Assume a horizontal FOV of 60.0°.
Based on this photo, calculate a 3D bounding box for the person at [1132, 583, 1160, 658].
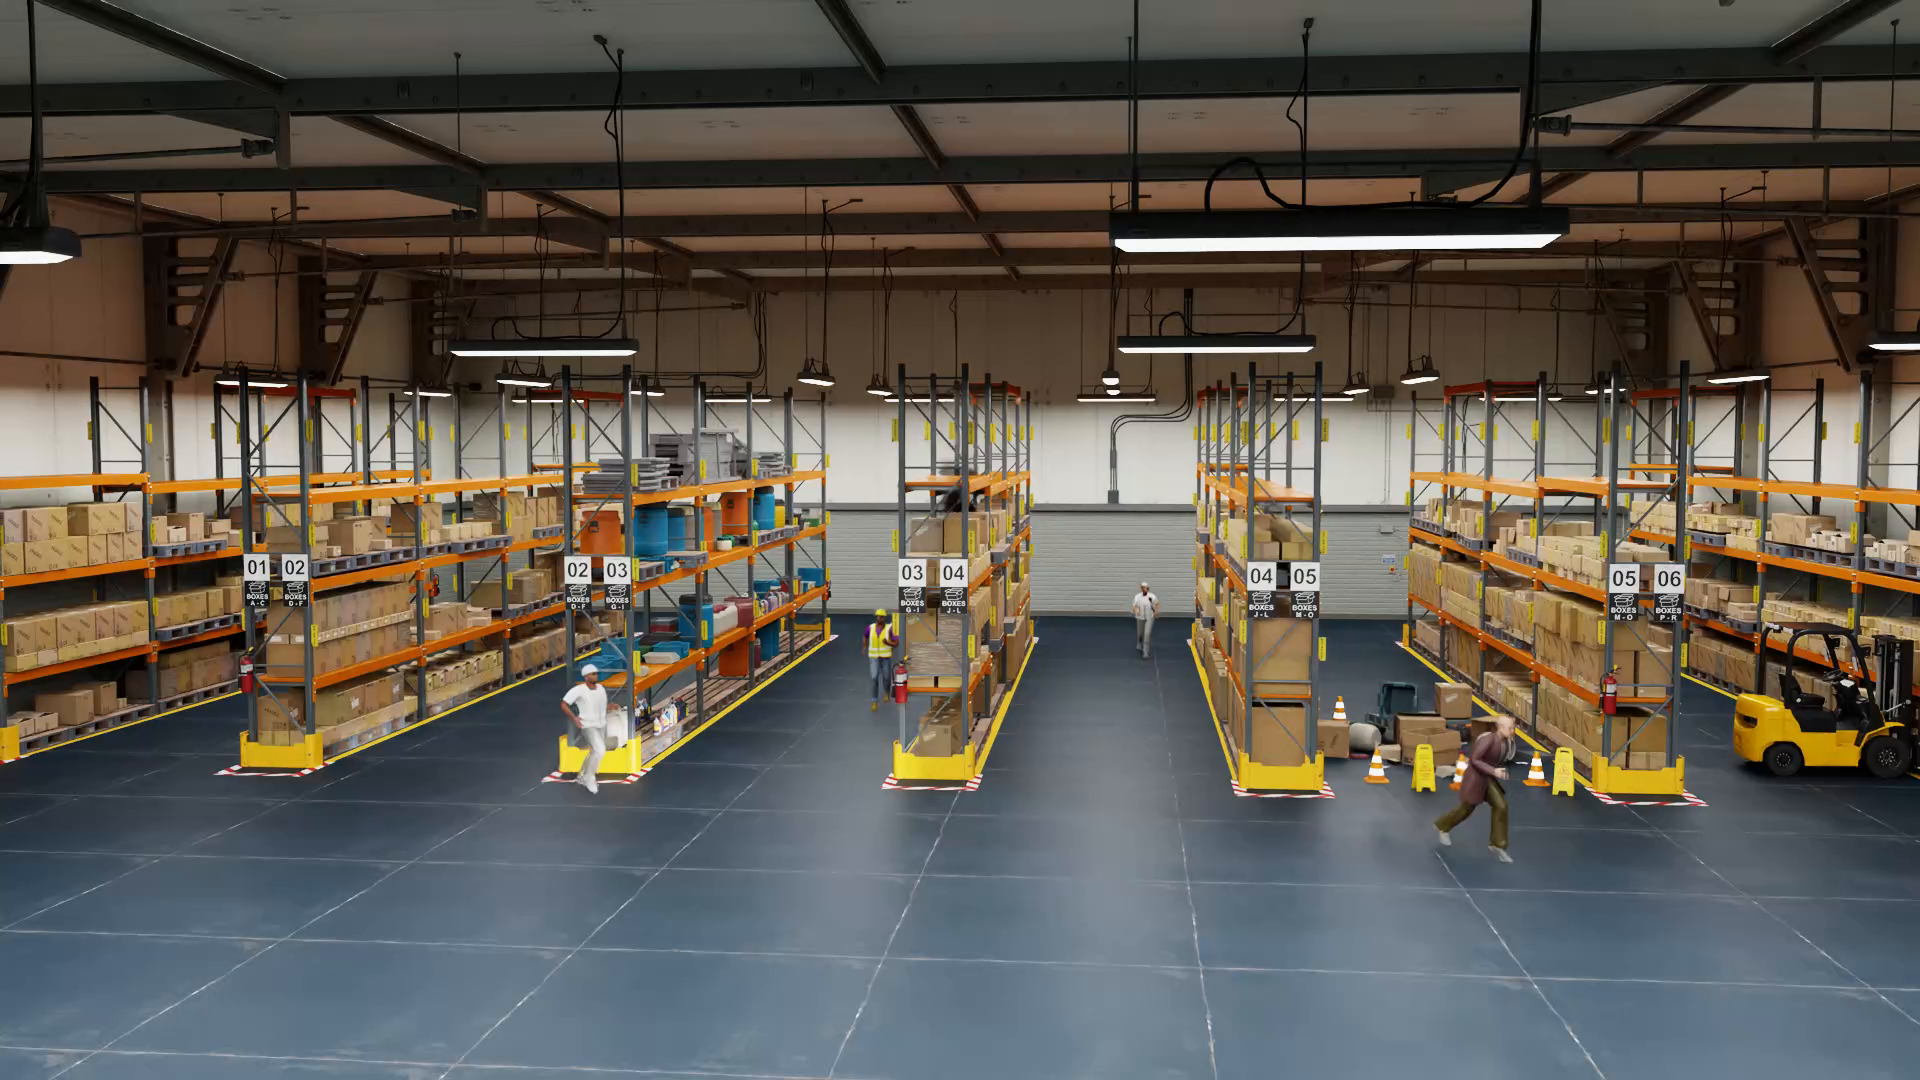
[{"bbox_3d":[4.187,1.790,37.470,0.615,1.669,0.828,1,4,10],"label":"person"}]

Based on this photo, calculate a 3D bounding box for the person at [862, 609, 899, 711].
[{"bbox_3d":[-1.437,2.133,30.068,0.693,1.778,0.946,0,4,3],"label":"person"}]

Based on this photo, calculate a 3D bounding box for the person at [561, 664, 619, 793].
[{"bbox_3d":[-5.122,2.637,23.258,0.684,1.796,0.677,2,4,28],"label":"person"}]

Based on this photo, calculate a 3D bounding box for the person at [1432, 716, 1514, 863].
[{"bbox_3d":[6.108,2.910,19.752,0.754,1.743,1.082,-4,5,-45],"label":"person"}]
